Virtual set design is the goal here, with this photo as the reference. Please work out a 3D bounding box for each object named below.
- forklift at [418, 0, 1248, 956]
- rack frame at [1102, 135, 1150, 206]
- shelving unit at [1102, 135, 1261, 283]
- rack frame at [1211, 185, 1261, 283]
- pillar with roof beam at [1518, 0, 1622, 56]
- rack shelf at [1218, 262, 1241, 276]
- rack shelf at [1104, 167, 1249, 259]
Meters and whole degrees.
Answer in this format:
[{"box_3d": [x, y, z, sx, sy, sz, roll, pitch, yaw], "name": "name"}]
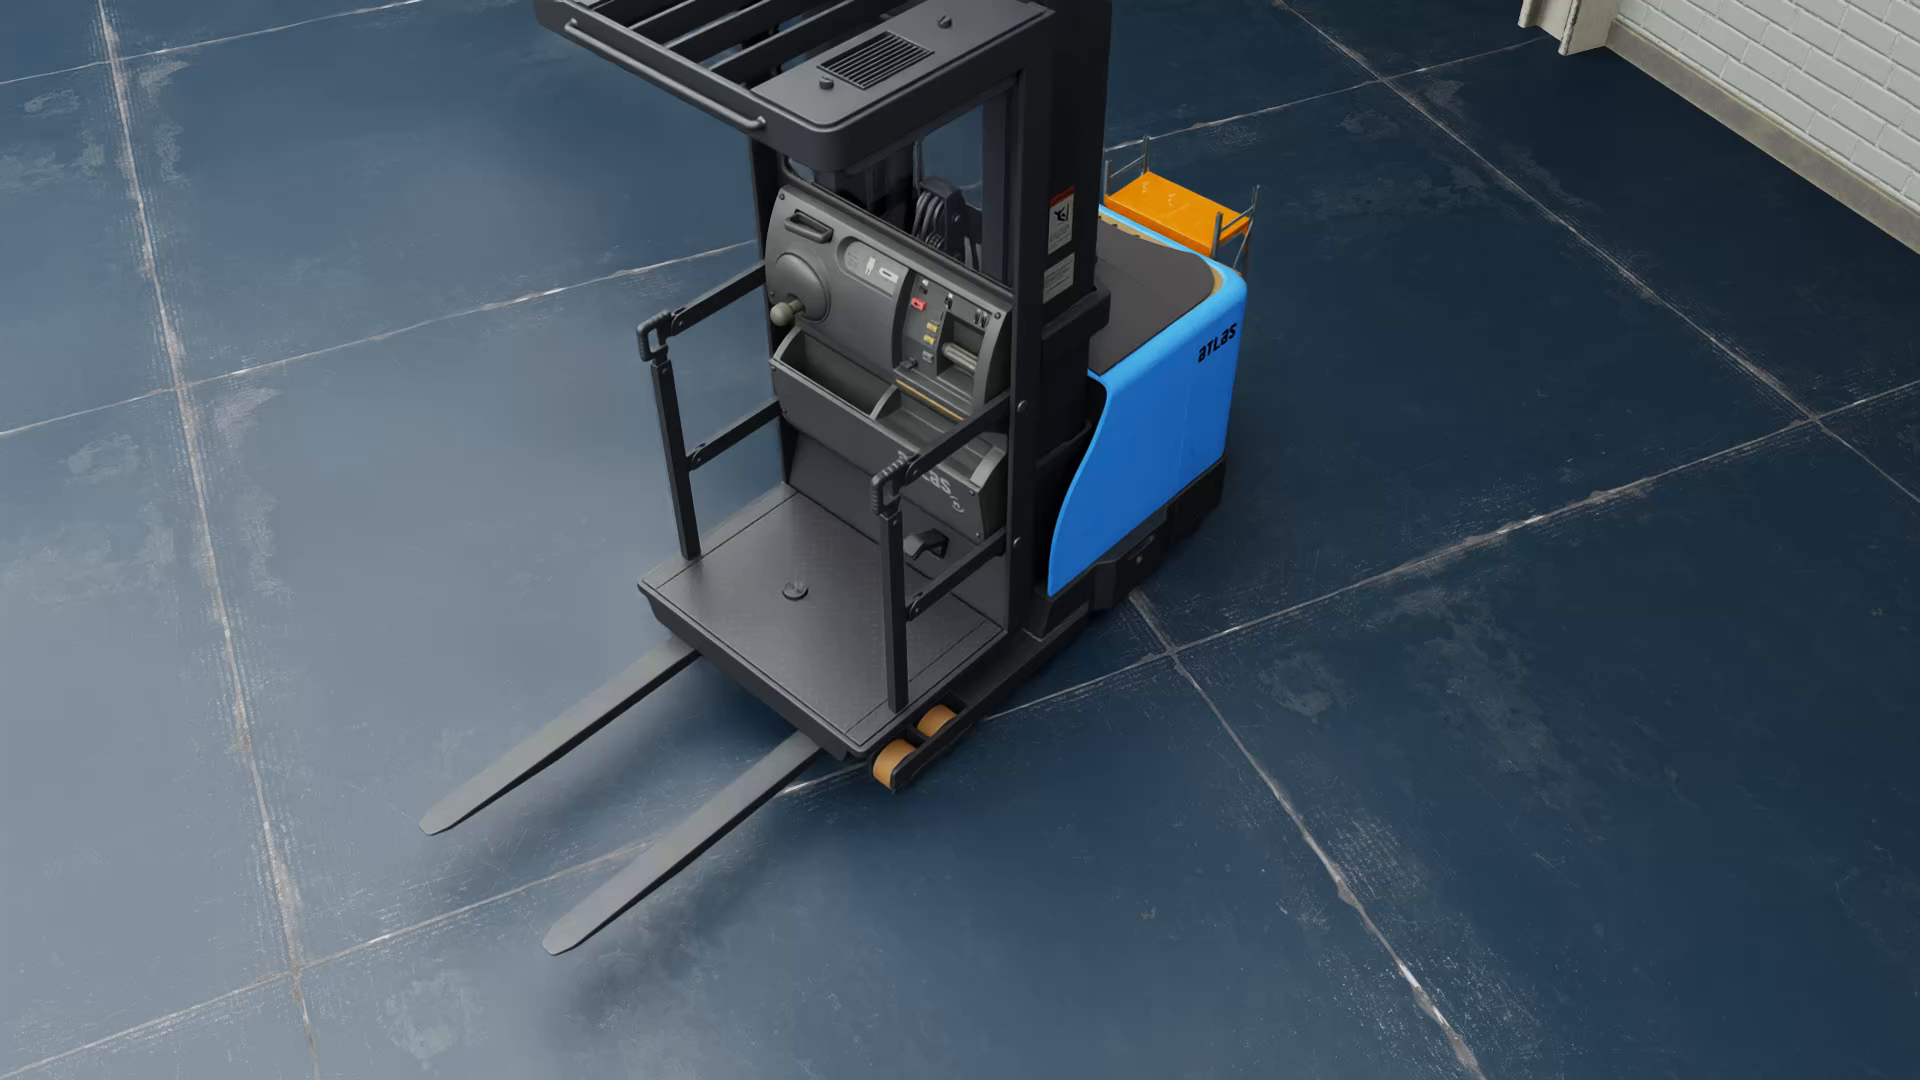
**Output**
[{"box_3d": [-0.377, -0.639, 4.811, 1.130, 2.935, 3.031, 33, 53, 29], "name": "forklift"}, {"box_3d": [0.602, -0.978, 6.387, 0.015, 1.200, 0.240, 33, 53, 29], "name": "rack frame"}, {"box_3d": [0.781, -0.862, 6.269, 0.503, 1.200, 0.258, 33, 53, 29], "name": "shelving unit"}, {"box_3d": [0.960, -0.745, 6.151, 0.015, 1.200, 0.240, 33, 53, 29], "name": "rack frame"}, {"box_3d": [-0.628, -4.685, 4.591, 9.100, 9.000, 0.400, -18, 47, -17], "name": "pillar with roof beam"}, {"box_3d": [0.781, -0.973, 6.159, 0.480, 0.148, 0.258, 33, 53, 29], "name": "rack shelf"}, {"box_3d": [0.782, -1.142, 5.993, 0.480, 0.148, 0.258, 33, 53, 29], "name": "rack shelf"}]
